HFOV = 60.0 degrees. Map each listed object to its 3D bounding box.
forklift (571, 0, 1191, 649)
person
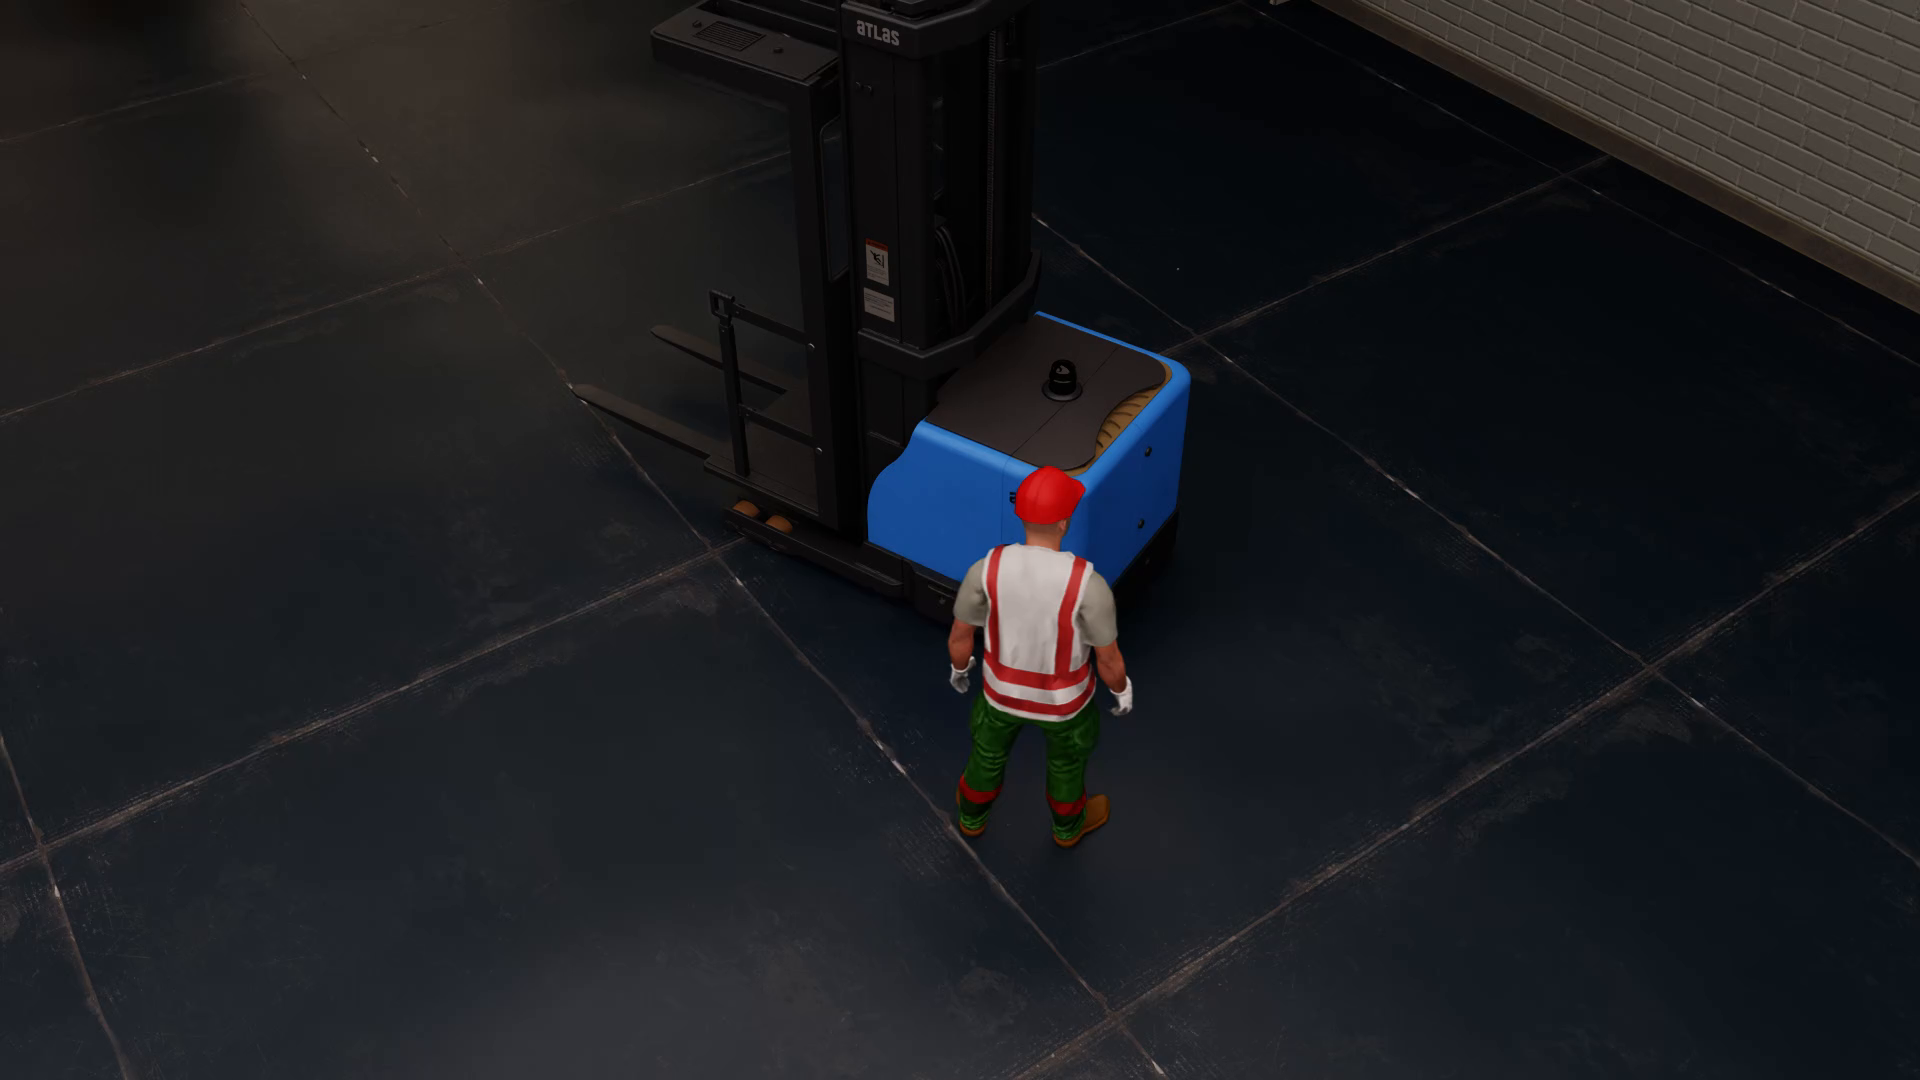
[{"bbox_3d":[-0.511,-1.302,7.129,3.031,2.935,1.130,24,48,24],"label":"forklift"},{"bbox_3d":[0.292,0.494,6.032,0.687,1.779,0.476,11,44,12],"label":"person"}]
